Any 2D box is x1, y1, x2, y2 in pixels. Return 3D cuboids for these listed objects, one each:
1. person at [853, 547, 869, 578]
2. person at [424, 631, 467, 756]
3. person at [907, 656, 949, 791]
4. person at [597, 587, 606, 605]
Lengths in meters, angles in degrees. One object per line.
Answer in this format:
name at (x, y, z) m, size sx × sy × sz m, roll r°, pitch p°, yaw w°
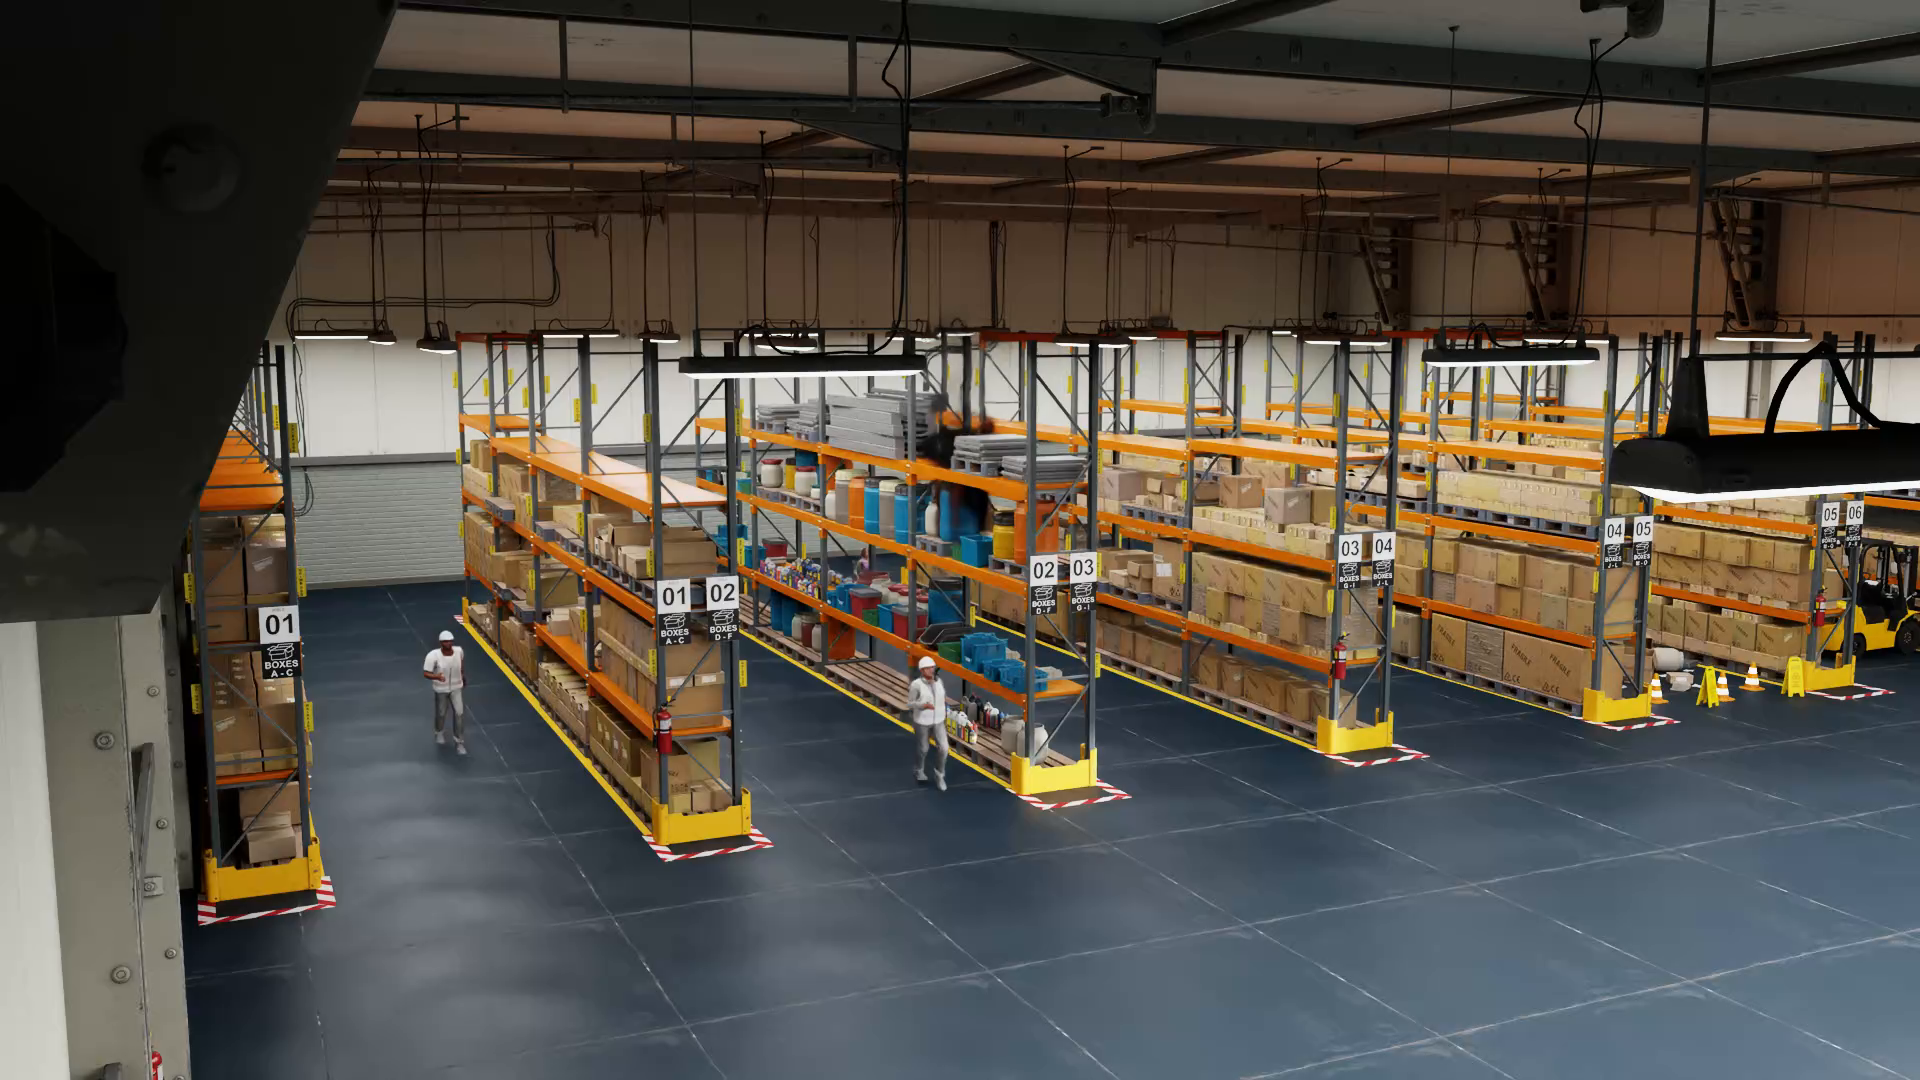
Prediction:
person at (-1.950, 0.911, 34.525) m, size 0.537 × 1.541 × 0.546 m, roll -6°, pitch 10°, yaw -36°
person at (-7.485, 2.191, 24.222) m, size 0.640 × 1.796 × 0.890 m, roll -4°, pitch 9°, yaw -28°
person at (-0.415, 2.460, 22.327) m, size 0.639 × 1.820 × 0.760 m, roll -3°, pitch 8°, yaw -22°
person at (-7.412, 0.944, 34.108) m, size 0.622 × 1.626 × 0.721 m, roll -5°, pitch 9°, yaw -35°
